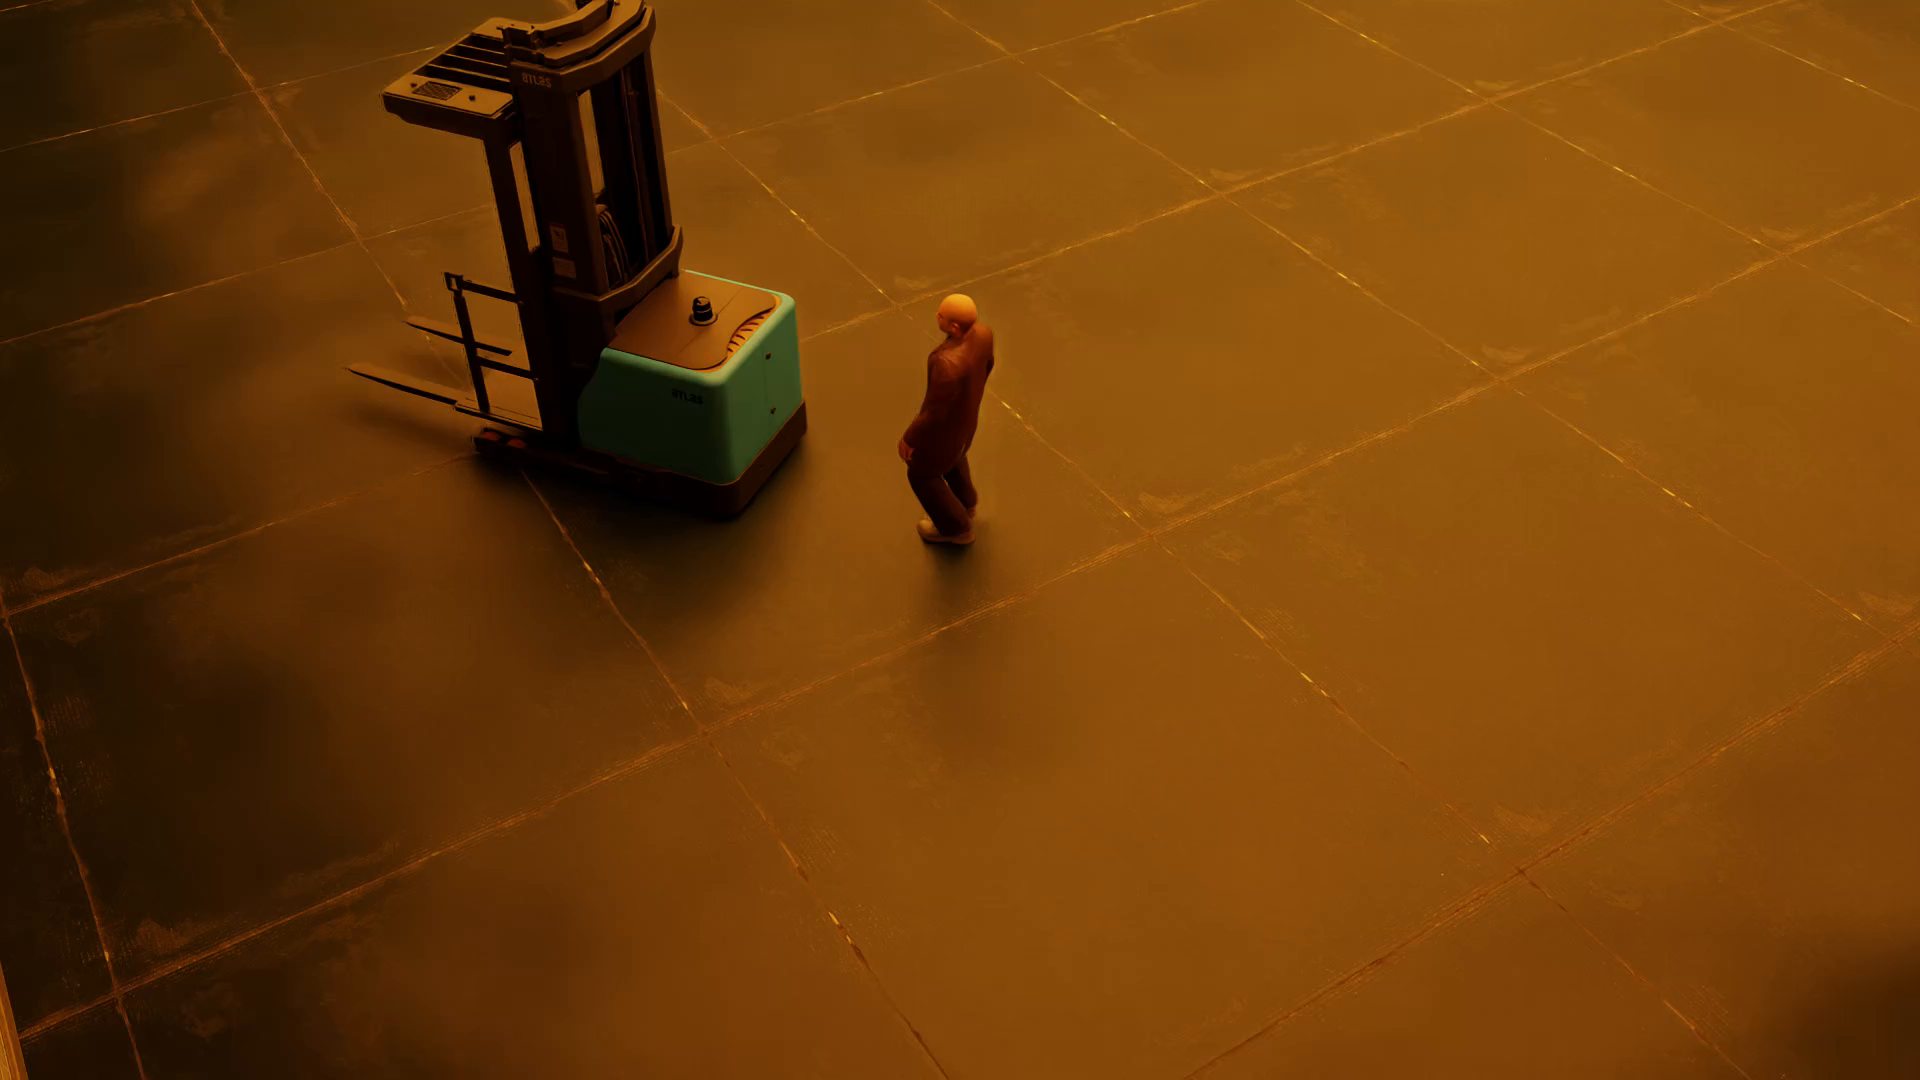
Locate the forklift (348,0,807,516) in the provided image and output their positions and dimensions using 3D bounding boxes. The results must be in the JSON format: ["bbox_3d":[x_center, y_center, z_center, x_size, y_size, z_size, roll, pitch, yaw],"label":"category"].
[{"bbox_3d":[-2.559,-1.888,10.032,3.031,2.935,1.130,16,44,17],"label":"forklift"}]

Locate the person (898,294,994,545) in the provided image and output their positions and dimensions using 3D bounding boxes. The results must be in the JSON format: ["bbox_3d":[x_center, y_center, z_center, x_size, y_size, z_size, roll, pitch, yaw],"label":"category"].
[{"bbox_3d":[-0.093,-0.702,9.556,0.487,1.742,0.769,19,45,21],"label":"person"}]
